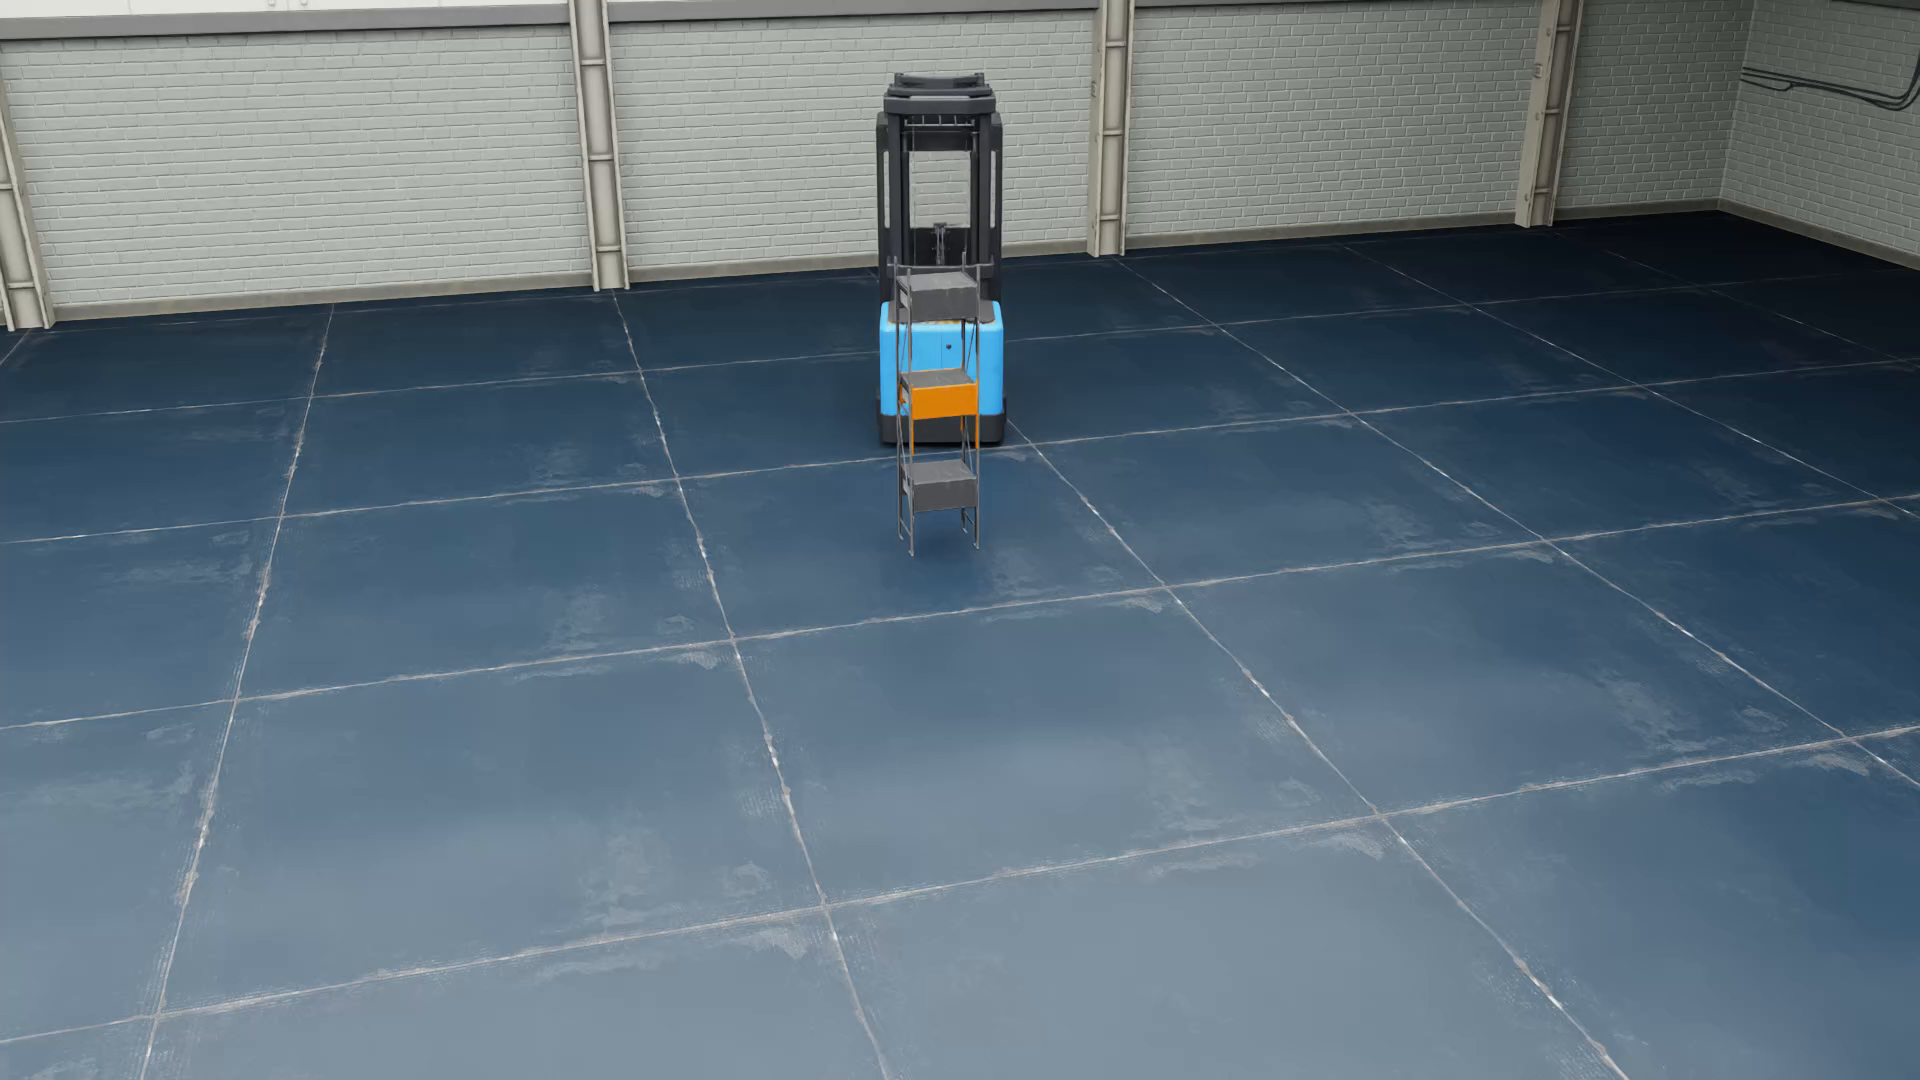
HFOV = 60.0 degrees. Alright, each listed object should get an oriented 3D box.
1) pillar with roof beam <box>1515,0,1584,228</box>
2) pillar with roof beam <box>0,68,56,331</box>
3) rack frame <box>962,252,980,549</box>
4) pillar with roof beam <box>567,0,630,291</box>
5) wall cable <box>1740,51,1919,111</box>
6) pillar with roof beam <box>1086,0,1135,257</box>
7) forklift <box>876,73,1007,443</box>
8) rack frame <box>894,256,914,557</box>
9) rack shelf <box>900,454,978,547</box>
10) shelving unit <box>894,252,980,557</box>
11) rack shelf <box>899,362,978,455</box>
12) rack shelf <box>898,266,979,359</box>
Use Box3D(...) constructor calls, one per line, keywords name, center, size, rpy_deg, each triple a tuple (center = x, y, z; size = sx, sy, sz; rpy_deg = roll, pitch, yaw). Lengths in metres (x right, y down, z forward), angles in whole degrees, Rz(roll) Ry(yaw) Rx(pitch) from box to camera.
Box3D(name="pillar with roof beam", center=(8.731, -6.673, 16.389), size=(0.400, 9.000, 9.100), rpy_deg=(-6, 24, -14))
Box3D(name="pillar with roof beam", center=(-8.600, -4.755, 11.921), size=(0.400, 9.000, 9.100), rpy_deg=(-6, 24, -14))
Box3D(name="rack frame", center=(0.076, -0.973, 11.855), size=(0.015, 2.100, 0.400), rpy_deg=(-6, 24, -14))
Box3D(name="pillar with roof beam", center=(-2.823, -5.395, 13.410), size=(0.400, 9.000, 9.100), rpy_deg=(-6, 24, -14))
Box3D(name="wall cable", center=(10.761, -6.692, 20.372), size=(0.112, 2.526, 3.097), rpy_deg=(-6, 24, -14))
Box3D(name="pillar with roof beam", center=(2.954, -6.034, 14.900), size=(0.400, 9.000, 9.100), rpy_deg=(-6, 24, -14))
Box3D(name="forklift", center=(-0.182, -2.698, 14.820), size=(1.130, 2.935, 3.031), rpy_deg=(0, 23, -1))
Box3D(name="rack frame", center=(-0.394, -0.921, 11.734), size=(0.015, 2.100, 0.400), rpy_deg=(-6, 24, -14))
Box3D(name="rack shelf", center=(-0.159, -0.291, 12.076), size=(0.480, 0.518, 0.431), rpy_deg=(-6, 24, -14))
Box3D(name="shelving unit", center=(-0.159, -0.947, 11.795), size=(0.503, 2.100, 0.431), rpy_deg=(-6, 24, -14))
Box3D(name="rack shelf", center=(-0.159, -0.935, 11.800), size=(0.480, 0.518, 0.431), rpy_deg=(-6, 24, -14))
Box3D(name="rack shelf", center=(-0.159, -1.578, 11.524), size=(0.480, 0.518, 0.431), rpy_deg=(-6, 24, -14))
